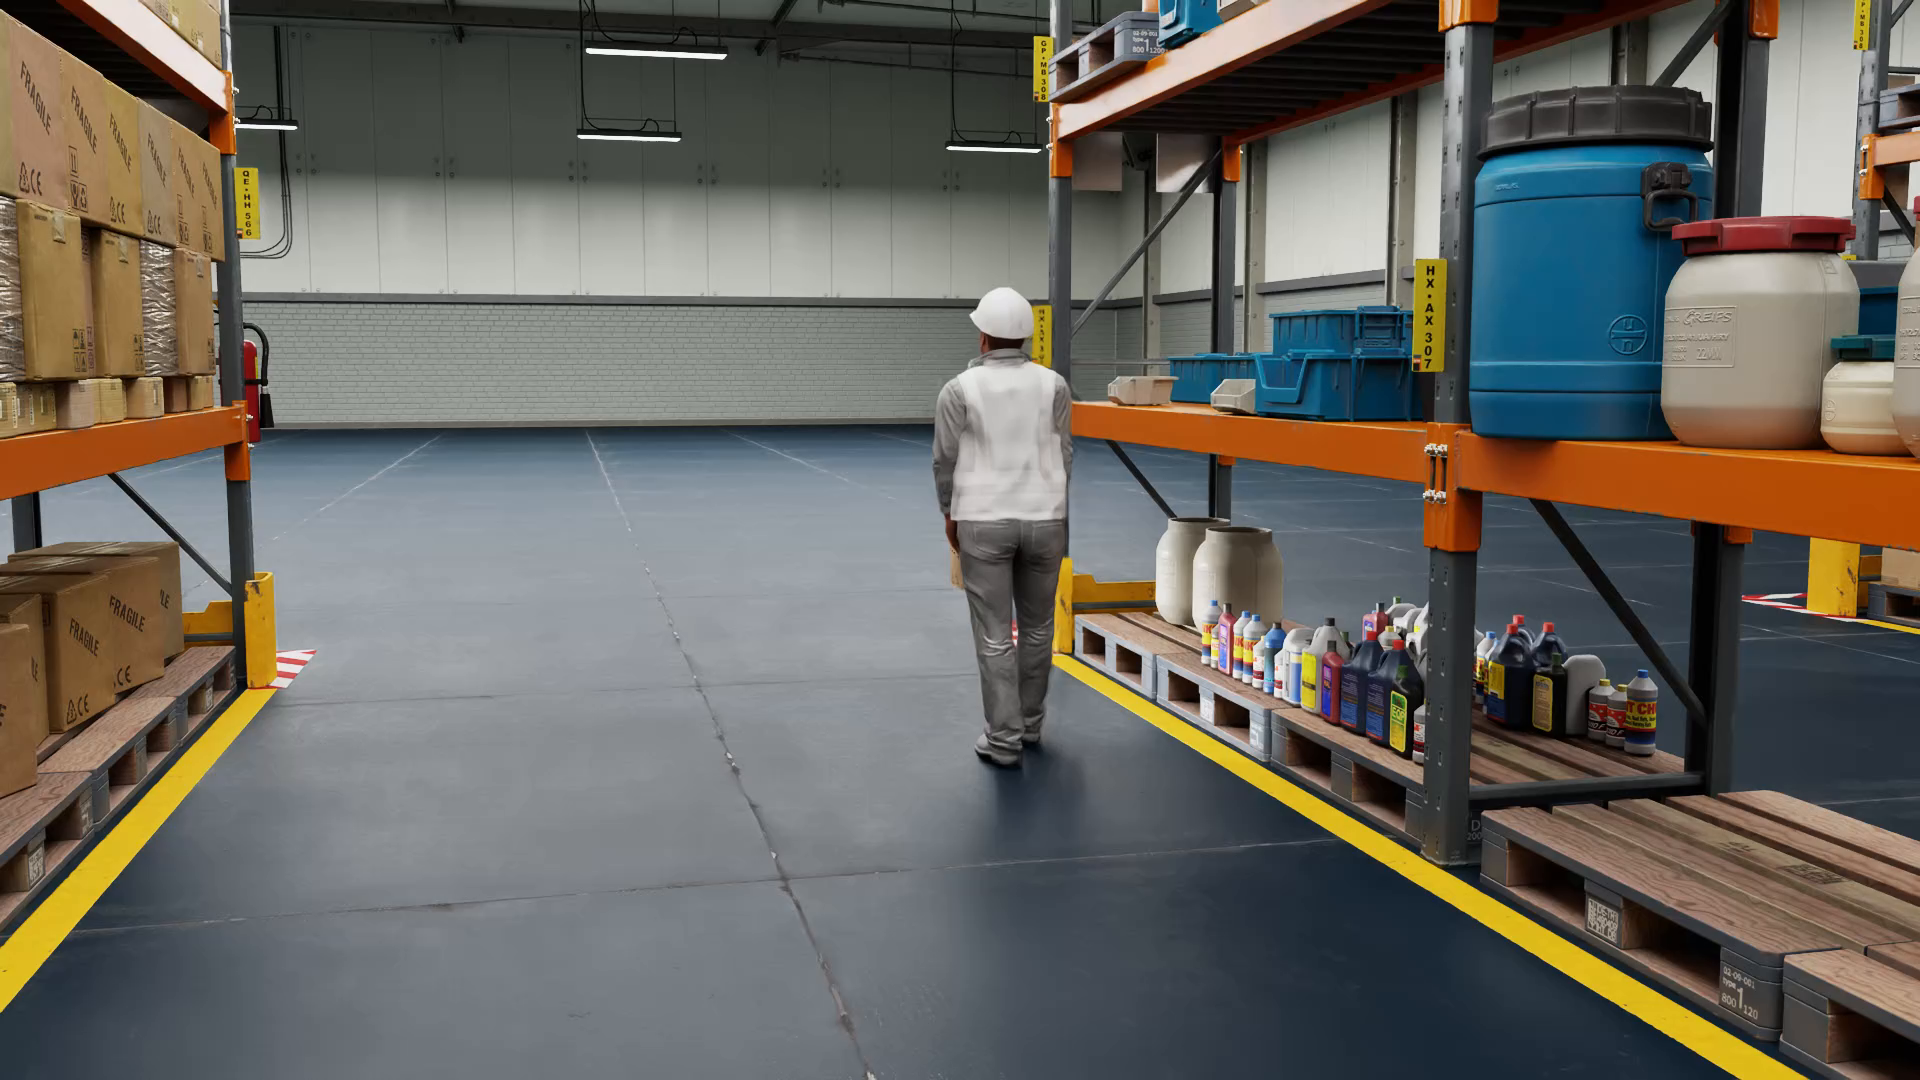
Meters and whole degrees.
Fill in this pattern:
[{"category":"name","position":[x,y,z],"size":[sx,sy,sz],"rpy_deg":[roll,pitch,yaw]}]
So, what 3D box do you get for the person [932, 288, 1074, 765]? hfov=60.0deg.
[{"category":"person","position":[0.144,-0.072,6.383],"size":[0.540,1.766,0.646],"rpy_deg":[-2,6,-14]}]
